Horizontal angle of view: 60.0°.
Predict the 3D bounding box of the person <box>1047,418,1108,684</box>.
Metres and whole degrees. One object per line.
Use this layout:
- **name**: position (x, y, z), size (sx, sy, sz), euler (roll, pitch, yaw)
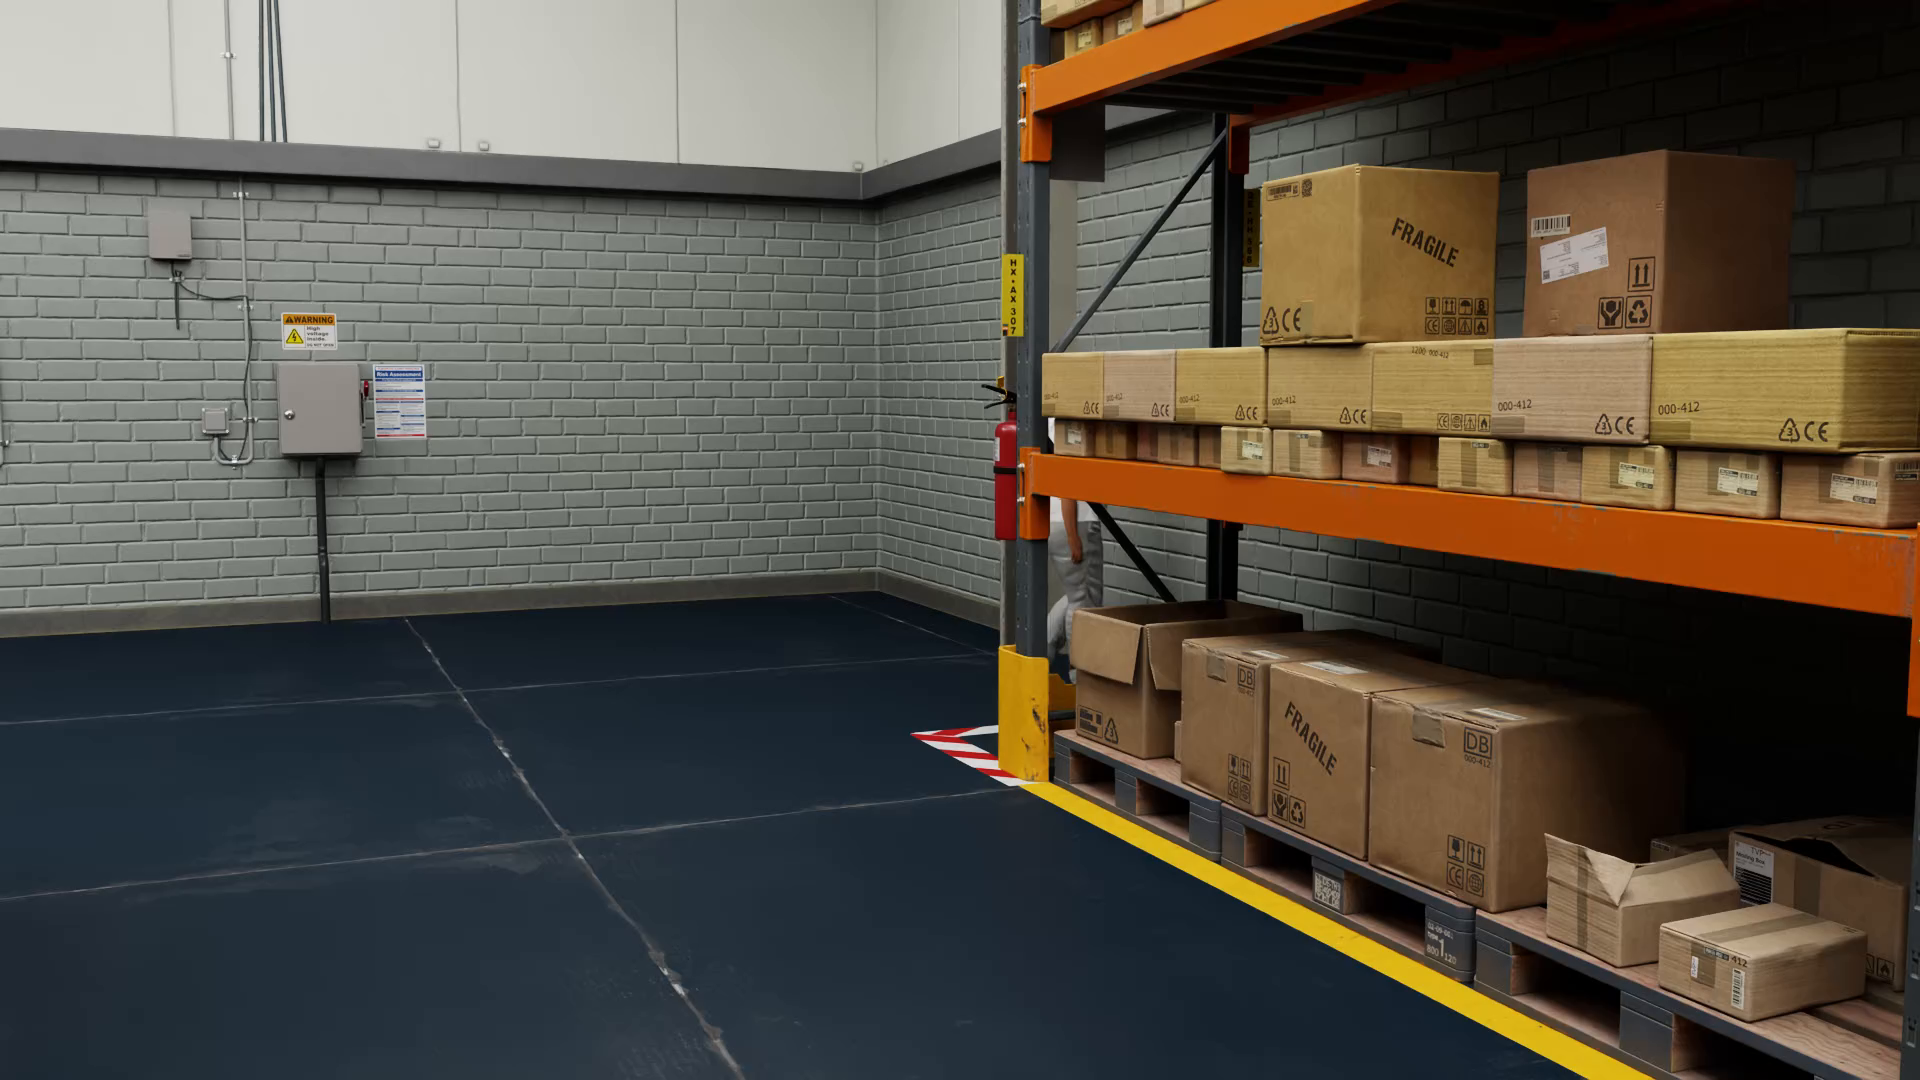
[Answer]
- **person**: position (0.592, -0.050, 8.418), size (0.504, 1.651, 0.491), euler (-1, 6, -7)
